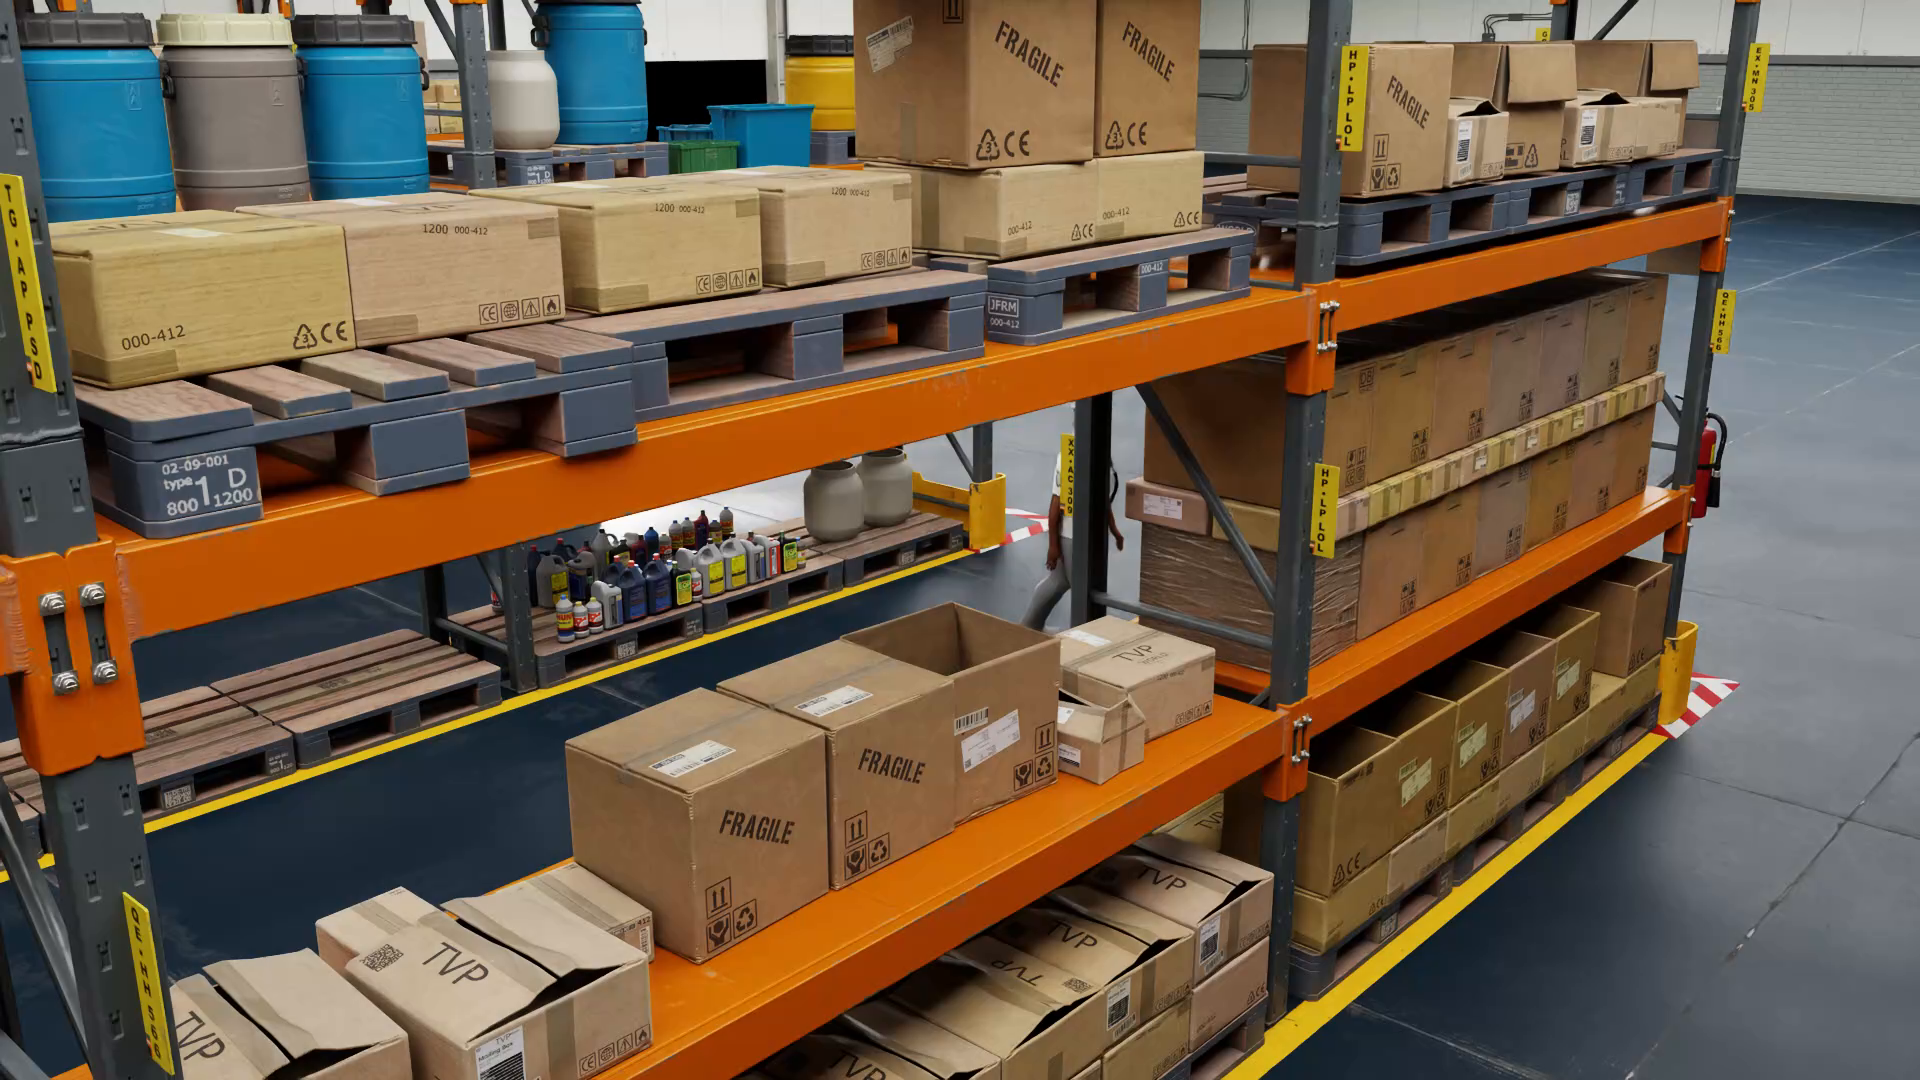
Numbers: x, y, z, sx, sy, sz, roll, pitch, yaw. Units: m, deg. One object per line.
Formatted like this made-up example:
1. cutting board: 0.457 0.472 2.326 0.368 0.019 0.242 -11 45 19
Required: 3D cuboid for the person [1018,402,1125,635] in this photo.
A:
1. person: 0.714 -0.046 9.710 0.912 1.619 0.606 7 18 22
